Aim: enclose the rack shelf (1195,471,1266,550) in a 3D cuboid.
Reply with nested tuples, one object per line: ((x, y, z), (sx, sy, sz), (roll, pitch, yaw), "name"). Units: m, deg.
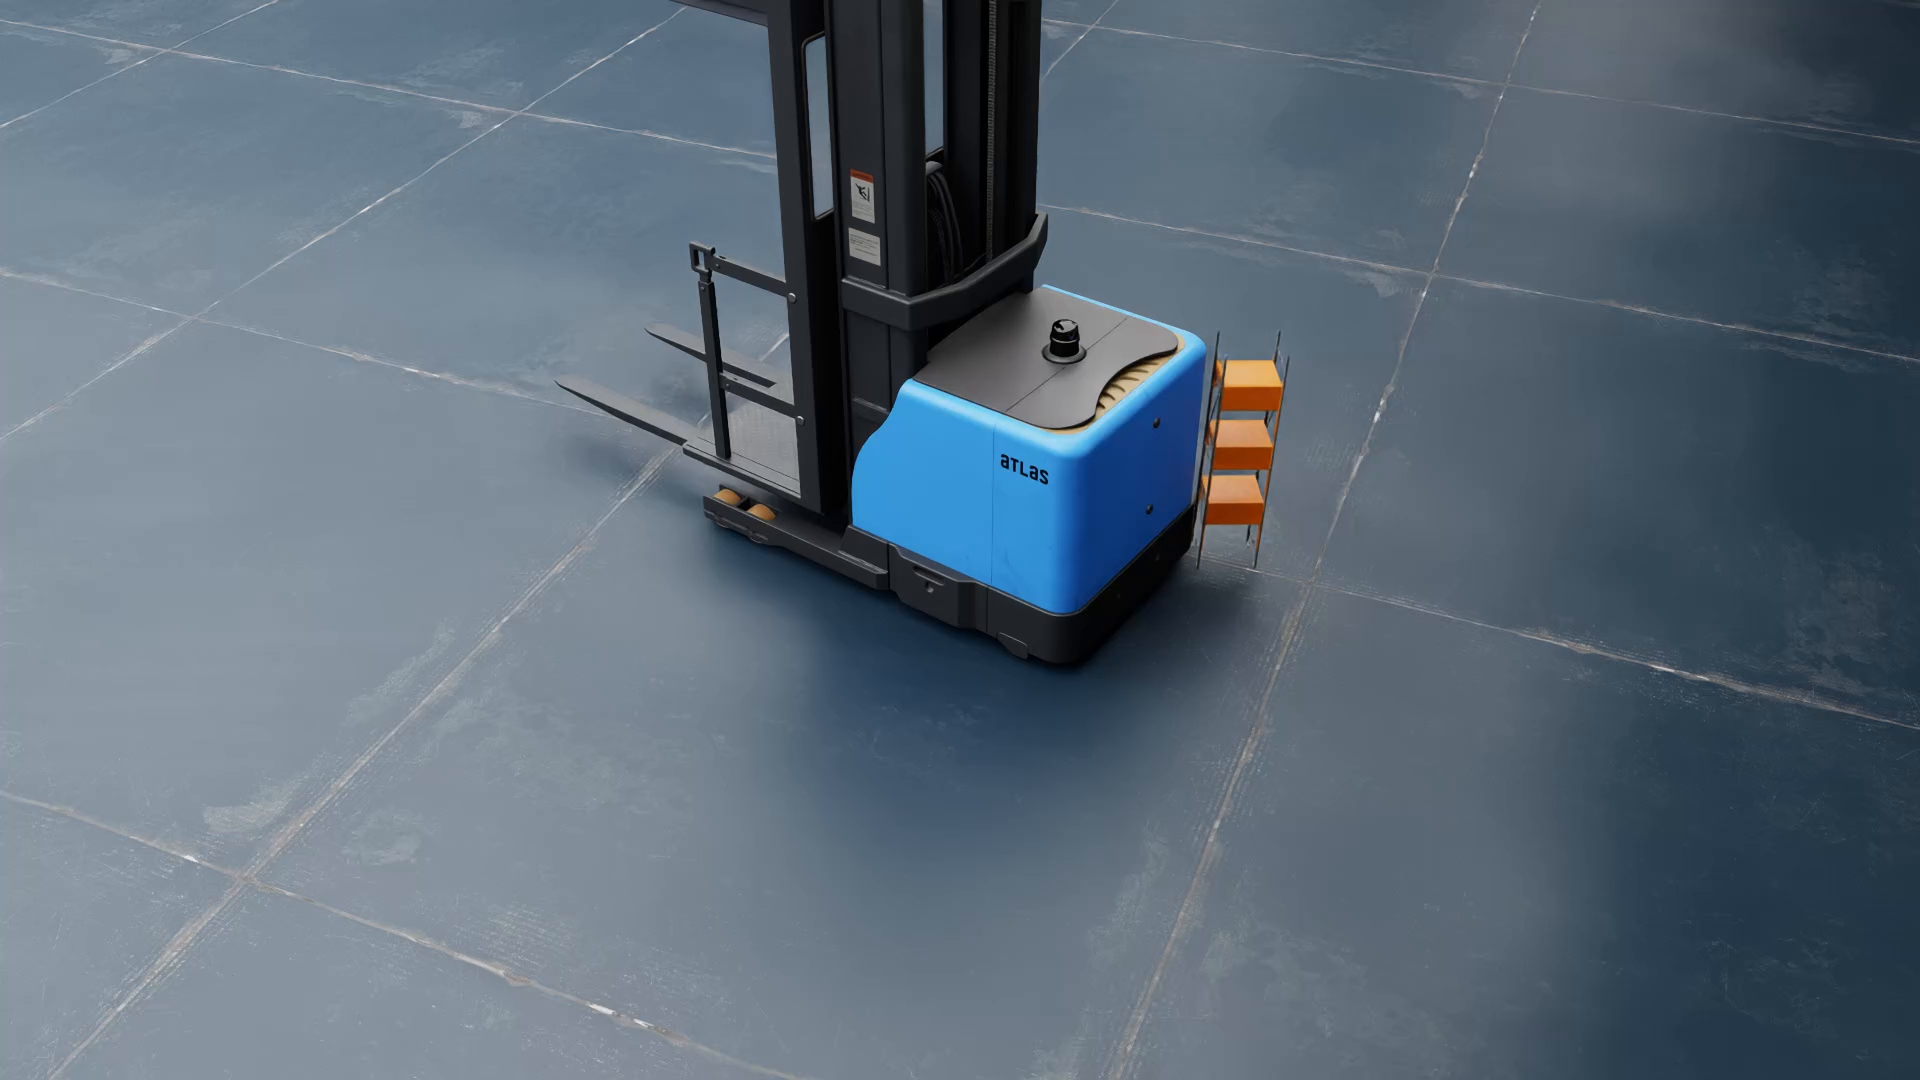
((1.135, -0.123, 7.016), (0.240, 0.259, 0.215), (0, 37, -2), "rack shelf")

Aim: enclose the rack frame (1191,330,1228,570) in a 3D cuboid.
((1.019, -0.353, 6.837), (0.008, 1.050, 0.200), (0, 37, -2), "rack frame")

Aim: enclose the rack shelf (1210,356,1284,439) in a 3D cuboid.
((1.146, -0.573, 6.679), (0.240, 0.259, 0.215), (0, 37, -2), "rack shelf")

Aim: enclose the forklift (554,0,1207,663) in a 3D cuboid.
((-0.509, -1.393, 6.665), (3.031, 2.935, 1.130), (23, 43, 28), "forklift")

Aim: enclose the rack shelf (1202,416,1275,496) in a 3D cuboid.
((1.141, -0.346, 6.849), (0.240, 0.259, 0.215), (0, 37, -2), "rack shelf")

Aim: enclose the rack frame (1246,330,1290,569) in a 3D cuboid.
((1.263, -0.355, 6.848), (0.008, 1.050, 0.200), (0, 37, -2), "rack frame")

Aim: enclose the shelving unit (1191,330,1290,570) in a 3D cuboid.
((1.141, -0.354, 6.843), (0.252, 1.050, 0.215), (0, 37, -2), "shelving unit")
